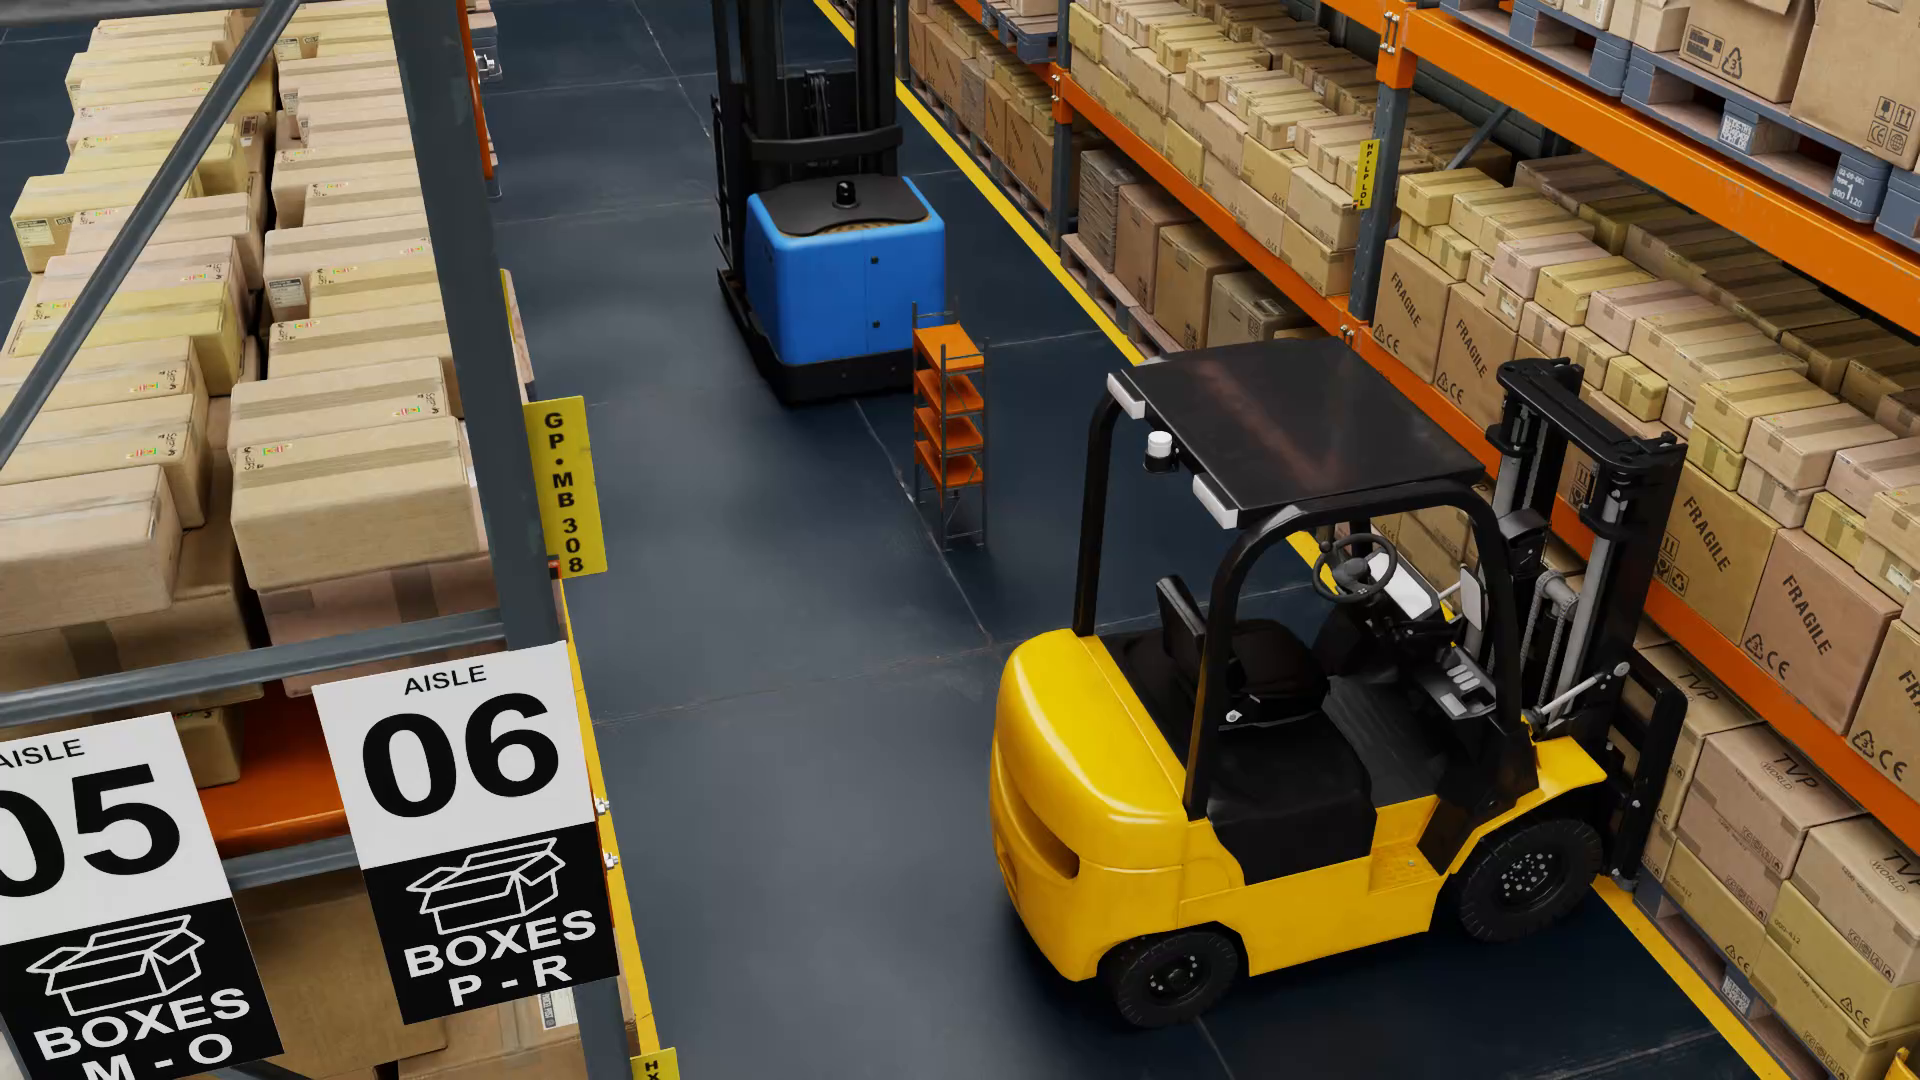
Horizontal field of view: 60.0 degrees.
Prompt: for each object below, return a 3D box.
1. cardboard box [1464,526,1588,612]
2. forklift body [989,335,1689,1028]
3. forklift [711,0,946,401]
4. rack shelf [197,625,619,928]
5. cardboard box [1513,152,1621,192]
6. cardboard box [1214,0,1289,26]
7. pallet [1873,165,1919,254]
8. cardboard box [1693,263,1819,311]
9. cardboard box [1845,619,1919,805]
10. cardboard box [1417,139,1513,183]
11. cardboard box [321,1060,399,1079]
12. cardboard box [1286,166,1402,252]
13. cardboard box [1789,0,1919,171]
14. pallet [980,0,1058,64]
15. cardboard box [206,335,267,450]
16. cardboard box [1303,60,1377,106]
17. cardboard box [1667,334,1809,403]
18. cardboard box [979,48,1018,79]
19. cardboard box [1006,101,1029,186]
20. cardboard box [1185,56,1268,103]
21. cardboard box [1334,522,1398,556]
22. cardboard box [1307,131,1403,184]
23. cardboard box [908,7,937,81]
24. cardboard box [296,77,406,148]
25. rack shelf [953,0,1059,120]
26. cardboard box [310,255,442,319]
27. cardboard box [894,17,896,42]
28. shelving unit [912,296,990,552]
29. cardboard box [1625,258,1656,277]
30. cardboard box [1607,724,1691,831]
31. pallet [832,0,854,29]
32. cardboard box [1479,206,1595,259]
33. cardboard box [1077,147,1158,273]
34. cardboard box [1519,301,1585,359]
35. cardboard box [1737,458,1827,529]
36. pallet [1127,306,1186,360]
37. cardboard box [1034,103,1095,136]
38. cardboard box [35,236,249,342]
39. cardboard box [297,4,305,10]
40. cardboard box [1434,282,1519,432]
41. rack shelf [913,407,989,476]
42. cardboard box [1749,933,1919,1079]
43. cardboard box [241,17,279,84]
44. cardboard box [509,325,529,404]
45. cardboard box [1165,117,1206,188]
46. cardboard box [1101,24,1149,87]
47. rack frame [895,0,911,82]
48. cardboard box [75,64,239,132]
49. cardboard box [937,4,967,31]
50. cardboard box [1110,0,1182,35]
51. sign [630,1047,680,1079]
[{"bbox_3d":[2.520,0.084,7.108,0.500,0.250,0.500,-9,34,-13],"label":"cardboard box"},{"bbox_3d":[1.266,0.459,6.105,2.313,2.155,1.214,-10,35,-15],"label":"forklift body"},{"bbox_3d":[-1.007,-2.853,10.408,1.130,2.935,3.031,-10,35,-15],"label":"forklift"},{"bbox_3d":[-1.754,-0.371,4.523,1.077,0.370,4.000,-10,35,-15],"label":"rack shelf"},{"bbox_3d":[2.747,-1.626,7.542,0.380,0.149,0.250,-10,35,-15],"label":"cardboard box"},{"bbox_3d":[1.782,-3.200,10.194,0.380,0.149,0.250,-11,35,-16],"label":"cardboard box"},{"bbox_3d":[3.391,-0.797,4.594,1.003,0.211,1.213,-10,35,-15],"label":"pallet"},{"bbox_3d":[3.107,-0.949,6.516,0.380,0.149,0.250,-10,35,-15],"label":"cardboard box"},{"bbox_3d":[3.182,0.537,5.125,0.500,0.500,0.500,-11,35,-16],"label":"cardboard box"},{"bbox_3d":[2.459,-1.840,8.134,0.380,0.149,0.250,-11,35,-16],"label":"cardboard box"},{"bbox_3d":[-1.572,1.226,3.814,0.500,0.500,0.500,-11,35,-16],"label":"cardboard box"},{"bbox_3d":[1.969,-1.668,8.235,0.500,0.250,0.500,-11,35,-16],"label":"cardboard box"},{"bbox_3d":[2.998,-1.463,4.960,0.700,0.500,0.500,-10,35,-14],"label":"cardboard box"},{"bbox_3d":[0.868,-3.671,11.759,1.213,0.211,1.003,-10,35,-15],"label":"pallet"},{"bbox_3d":[-1.696,-0.173,3.436,0.500,0.250,0.500,-10,35,-15],"label":"cardboard box"},{"bbox_3d":[2.120,-2.518,9.161,0.380,0.149,0.250,-10,35,-15],"label":"cardboard box"},{"bbox_3d":[2.799,-0.600,5.988,0.380,0.149,0.250,-10,35,-14],"label":"cardboard box"},{"bbox_3d":[0.372,-3.727,12.968,0.380,0.149,0.250,-12,35,-17],"label":"cardboard box"},{"bbox_3d":[0.665,-2.990,12.440,0.500,0.500,0.500,-11,35,-15],"label":"cardboard box"},{"bbox_3d":[1.474,-2.553,9.214,0.380,0.149,0.250,-11,35,-16],"label":"cardboard box"},{"bbox_3d":[2.194,-0.025,8.180,0.500,0.250,0.500,-10,35,-14],"label":"cardboard box"},{"bbox_3d":[1.950,-1.894,8.216,0.380,0.149,0.250,-11,35,-15],"label":"cardboard box"},{"bbox_3d":[-0.145,-4.347,14.495,0.500,0.500,0.500,-9,34,-13],"label":"cardboard box"},{"bbox_3d":[-1.600,-1.150,4.553,0.380,0.149,0.250,-10,35,-14],"label":"cardboard box"},{"bbox_3d":[0.532,-4.157,12.972,1.077,0.370,4.000,-10,35,-15],"label":"rack shelf"},{"bbox_3d":[-1.173,-0.486,3.548,0.380,0.149,0.250,-10,35,-15],"label":"cardboard box"},{"bbox_3d":[-0.528,-4.736,15.401,0.380,0.149,0.250,-11,35,-16],"label":"cardboard box"},{"bbox_3d":[-0.051,-0.587,8.551,0.258,1.200,0.503,-10,35,-15],"label":"shelving unit"},{"bbox_3d":[3.003,-1.098,7.012,0.380,0.149,0.250,-10,35,-14],"label":"cardboard box"},{"bbox_3d":[2.816,0.821,6.446,0.500,0.250,0.500,-11,35,-16],"label":"cardboard box"},{"bbox_3d":[-0.663,-5.346,16.649,1.003,0.211,1.213,-10,35,-15],"label":"pallet"},{"bbox_3d":[2.429,-1.272,7.005,0.380,0.149,0.250,-11,35,-16],"label":"cardboard box"},{"bbox_3d":[1.319,-2.262,11.225,0.875,0.625,0.625,-9,34,-13],"label":"cardboard box"},{"bbox_3d":[2.478,-0.860,6.651,0.380,0.149,0.250,-10,35,-15],"label":"cardboard box"},{"bbox_3d":[2.891,-0.194,5.644,0.380,0.149,0.250,-11,35,-16],"label":"cardboard box"},{"bbox_3d":[1.724,-1.165,10.322,1.003,0.211,1.213,-10,35,-15],"label":"pallet"},{"bbox_3d":[0.750,-3.027,11.907,0.380,0.149,0.250,-12,35,-17],"label":"cardboard box"},{"bbox_3d":[-1.762,-0.521,3.602,0.380,0.149,0.250,-10,35,-15],"label":"cardboard box"},{"bbox_3d":[-2.059,-1.820,5.567,0.380,0.149,0.250,-9,35,-14],"label":"cardboard box"},{"bbox_3d":[2.423,-0.801,7.151,0.500,0.500,0.500,-9,35,-14],"label":"cardboard box"},{"bbox_3d":[-0.051,-0.531,8.588,0.258,0.148,0.480,-10,35,-15],"label":"rack shelf"},{"bbox_3d":[3.138,1.572,5.764,0.500,0.250,0.500,-10,35,-14],"label":"cardboard box"},{"bbox_3d":[-2.491,-1.506,5.454,0.500,0.250,0.500,-11,35,-16],"label":"cardboard box"},{"bbox_3d":[-1.188,-0.258,3.565,0.500,0.250,0.500,-11,35,-15],"label":"cardboard box"},{"bbox_3d":[1.513,-2.263,9.591,0.500,0.250,0.500,-9,34,-13],"label":"cardboard box"},{"bbox_3d":[1.196,-3.016,10.276,0.500,0.250,0.500,-9,34,-13],"label":"cardboard box"},{"bbox_3d":[-0.078,-5.507,14.363,1.000,3.000,0.127,-10,35,-15],"label":"rack frame"},{"bbox_3d":[-2.221,-1.193,4.619,0.380,0.149,0.250,-11,35,-16],"label":"cardboard box"},{"bbox_3d":[0.025,-4.412,14.004,0.380,0.149,0.250,-12,35,-17],"label":"cardboard box"},{"bbox_3d":[1.144,-3.232,10.241,0.380,0.149,0.250,-9,35,-13],"label":"cardboard box"},{"bbox_3d":[-0.627,1.178,3.462,0.100,0.325,0.005,-10,35,-15],"label":"sign"}]
